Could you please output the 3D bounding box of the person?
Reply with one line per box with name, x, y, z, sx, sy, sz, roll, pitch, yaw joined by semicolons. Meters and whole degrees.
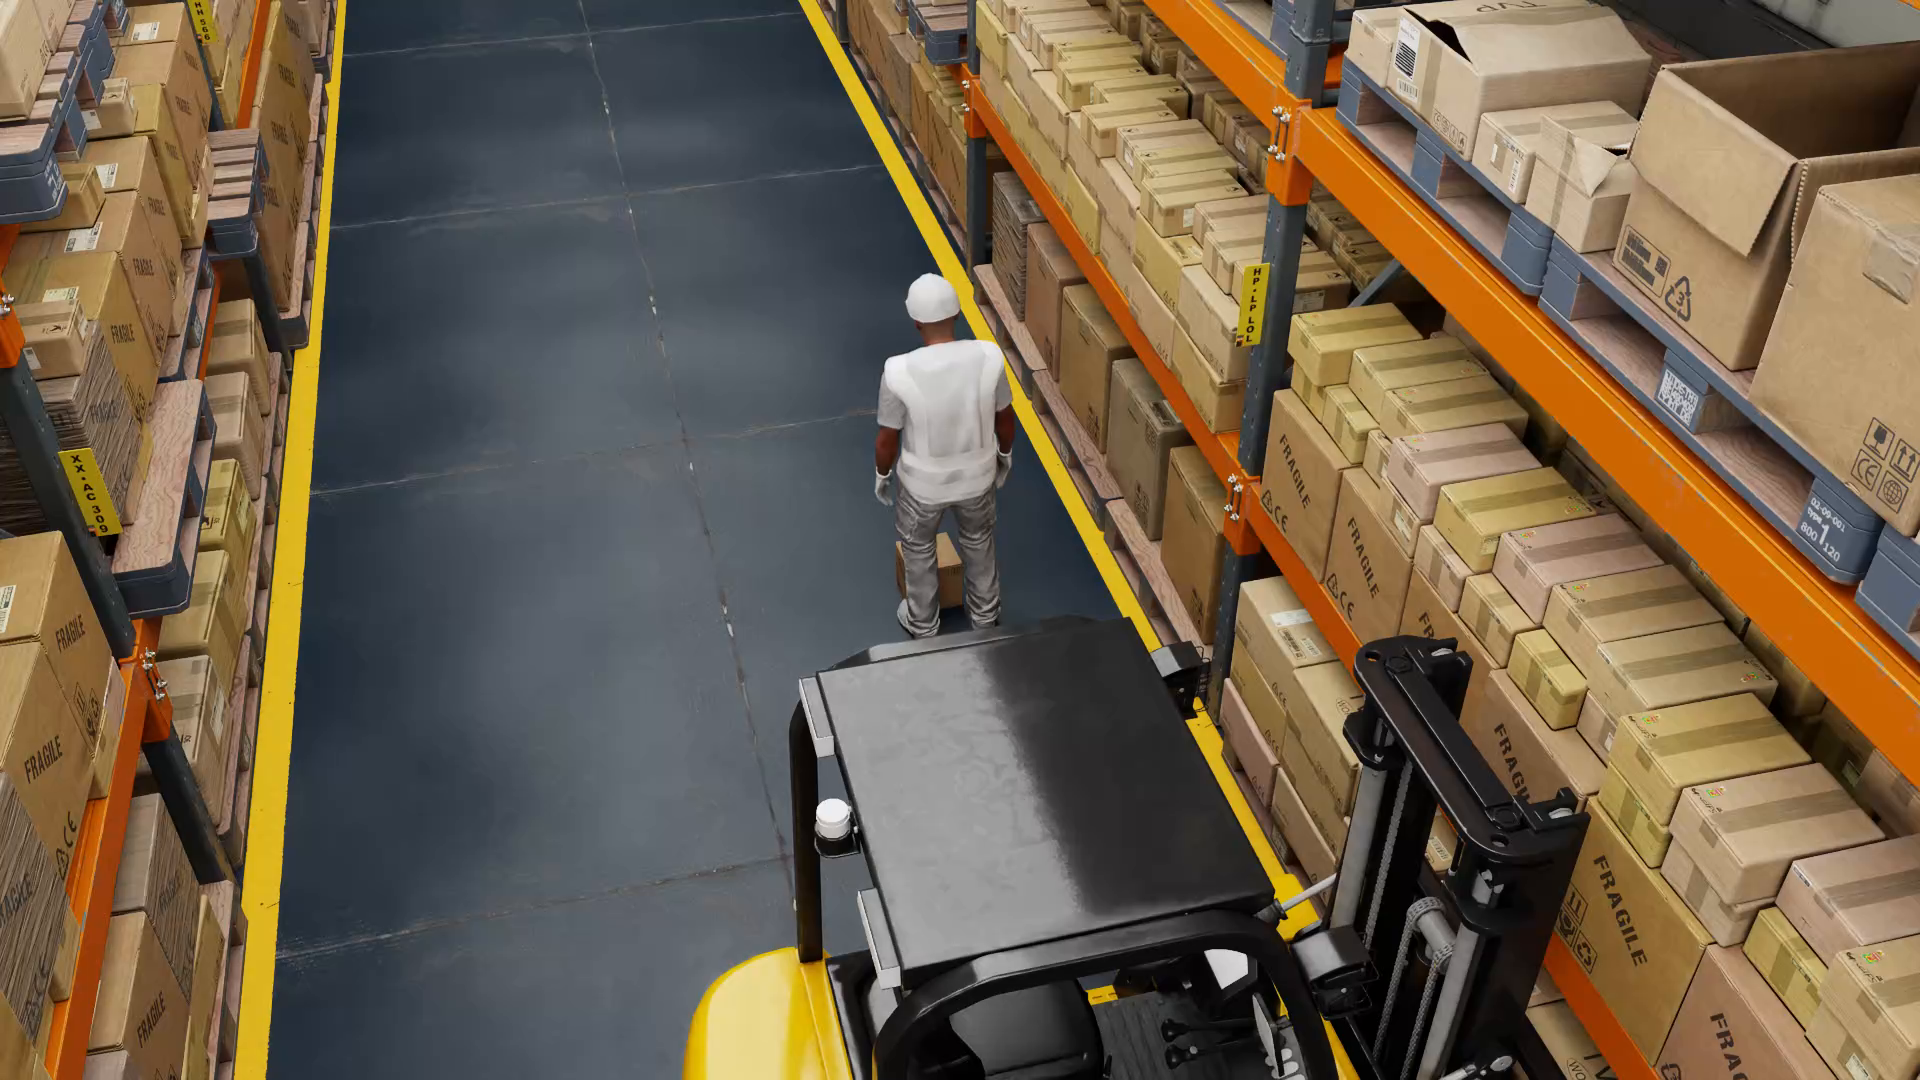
person;-0.065;-0.307;7.102;0.613;1.773;0.448;-10;39;-13
